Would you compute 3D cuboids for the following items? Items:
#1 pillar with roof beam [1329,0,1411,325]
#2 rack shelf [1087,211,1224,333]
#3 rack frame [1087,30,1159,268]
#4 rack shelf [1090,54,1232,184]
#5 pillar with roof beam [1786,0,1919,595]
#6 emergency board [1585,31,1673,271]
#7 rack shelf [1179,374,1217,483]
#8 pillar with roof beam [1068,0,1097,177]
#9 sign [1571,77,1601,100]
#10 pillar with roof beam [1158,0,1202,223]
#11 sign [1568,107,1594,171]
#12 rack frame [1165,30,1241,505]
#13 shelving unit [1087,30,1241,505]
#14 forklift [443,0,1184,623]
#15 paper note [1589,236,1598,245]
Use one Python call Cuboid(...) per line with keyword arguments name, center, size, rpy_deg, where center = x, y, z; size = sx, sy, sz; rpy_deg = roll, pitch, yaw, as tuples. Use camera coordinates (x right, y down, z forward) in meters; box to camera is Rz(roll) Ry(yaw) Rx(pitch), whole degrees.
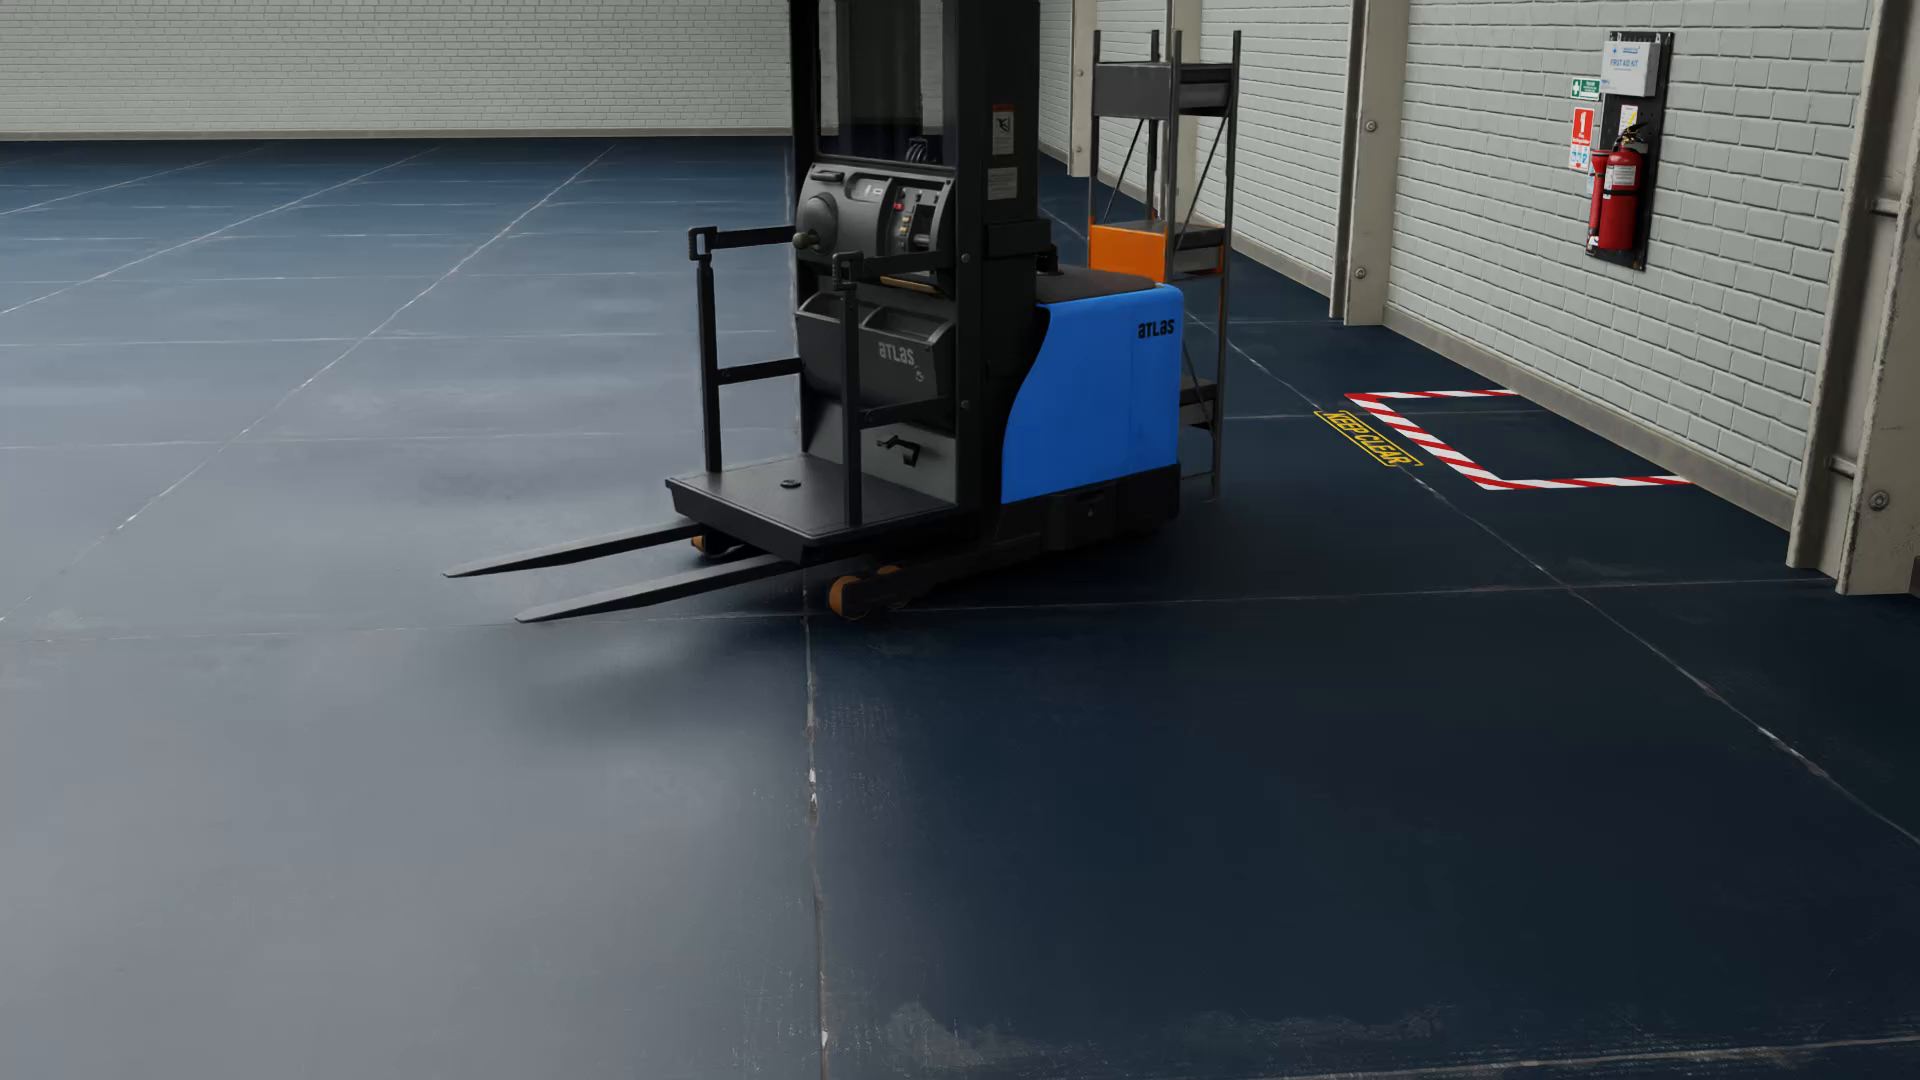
Cuboid(name="pillar with roof beam", center=(-1.321, -5.796, 10.616), size=(9.100, 9.000, 0.400), rpy_deg=(-2, 18, -6))
Cuboid(name="rack shelf", center=(0.892, -1.189, 7.504), size=(0.431, 0.518, 0.480), rpy_deg=(-14, 22, -37))
Cuboid(name="rack frame", center=(0.738, -1.259, 7.681), size=(0.400, 2.100, 0.015), rpy_deg=(-14, 22, -37))
Cuboid(name="rack shelf", center=(0.892, -1.857, 7.295), size=(0.431, 0.518, 0.480), rpy_deg=(-14, 22, -37))
Cuboid(name="pillar with roof beam", center=(-0.702, -4.009, 4.922), size=(9.100, 9.000, 0.400), rpy_deg=(-2, 18, -6))
Cuboid(name="emergency board", center=(3.363, -2.017, 8.594), size=(0.194, 1.169, 0.643), rpy_deg=(-2, 18, -6))
Cuboid(name="rack shelf", center=(0.892, -0.521, 7.714), size=(0.431, 0.518, 0.480), rpy_deg=(-14, 22, -37))
Cuboid(name="pillar with roof beam", center=(-2.559, -9.372, 22.004), size=(9.100, 9.000, 0.400), rpy_deg=(-2, 18, -6))
Cuboid(name="sign", center=(3.400, -2.453, 9.038), size=(0.001, 0.109, 0.331), rpy_deg=(-2, 18, -6))
Cuboid(name="pillar with roof beam", center=(-1.940, -7.584, 16.310), size=(9.100, 9.000, 0.400), rpy_deg=(-2, 18, -6))
Cuboid(name="sign", center=(3.408, -2.202, 9.123), size=(0.001, 0.329, 0.234), rpy_deg=(-2, 18, -6))
Cuboid(name="rack frame", center=(1.046, -1.145, 7.320), size=(0.400, 2.100, 0.015), rpy_deg=(-14, 22, -37))
Cuboid(name="shelving unit", center=(0.892, -1.202, 7.500), size=(0.431, 2.100, 0.503), rpy_deg=(-14, 22, -37))
Cuboid(name="forklift", center=(-0.502, -1.276, 6.349), size=(3.031, 2.935, 1.130), rpy_deg=(-14, 22, -37))
Cuboid(name="paper note", center=(3.413, -1.651, 8.900), size=(0.016, 0.148, 0.142), rpy_deg=(-2, 18, -6))
